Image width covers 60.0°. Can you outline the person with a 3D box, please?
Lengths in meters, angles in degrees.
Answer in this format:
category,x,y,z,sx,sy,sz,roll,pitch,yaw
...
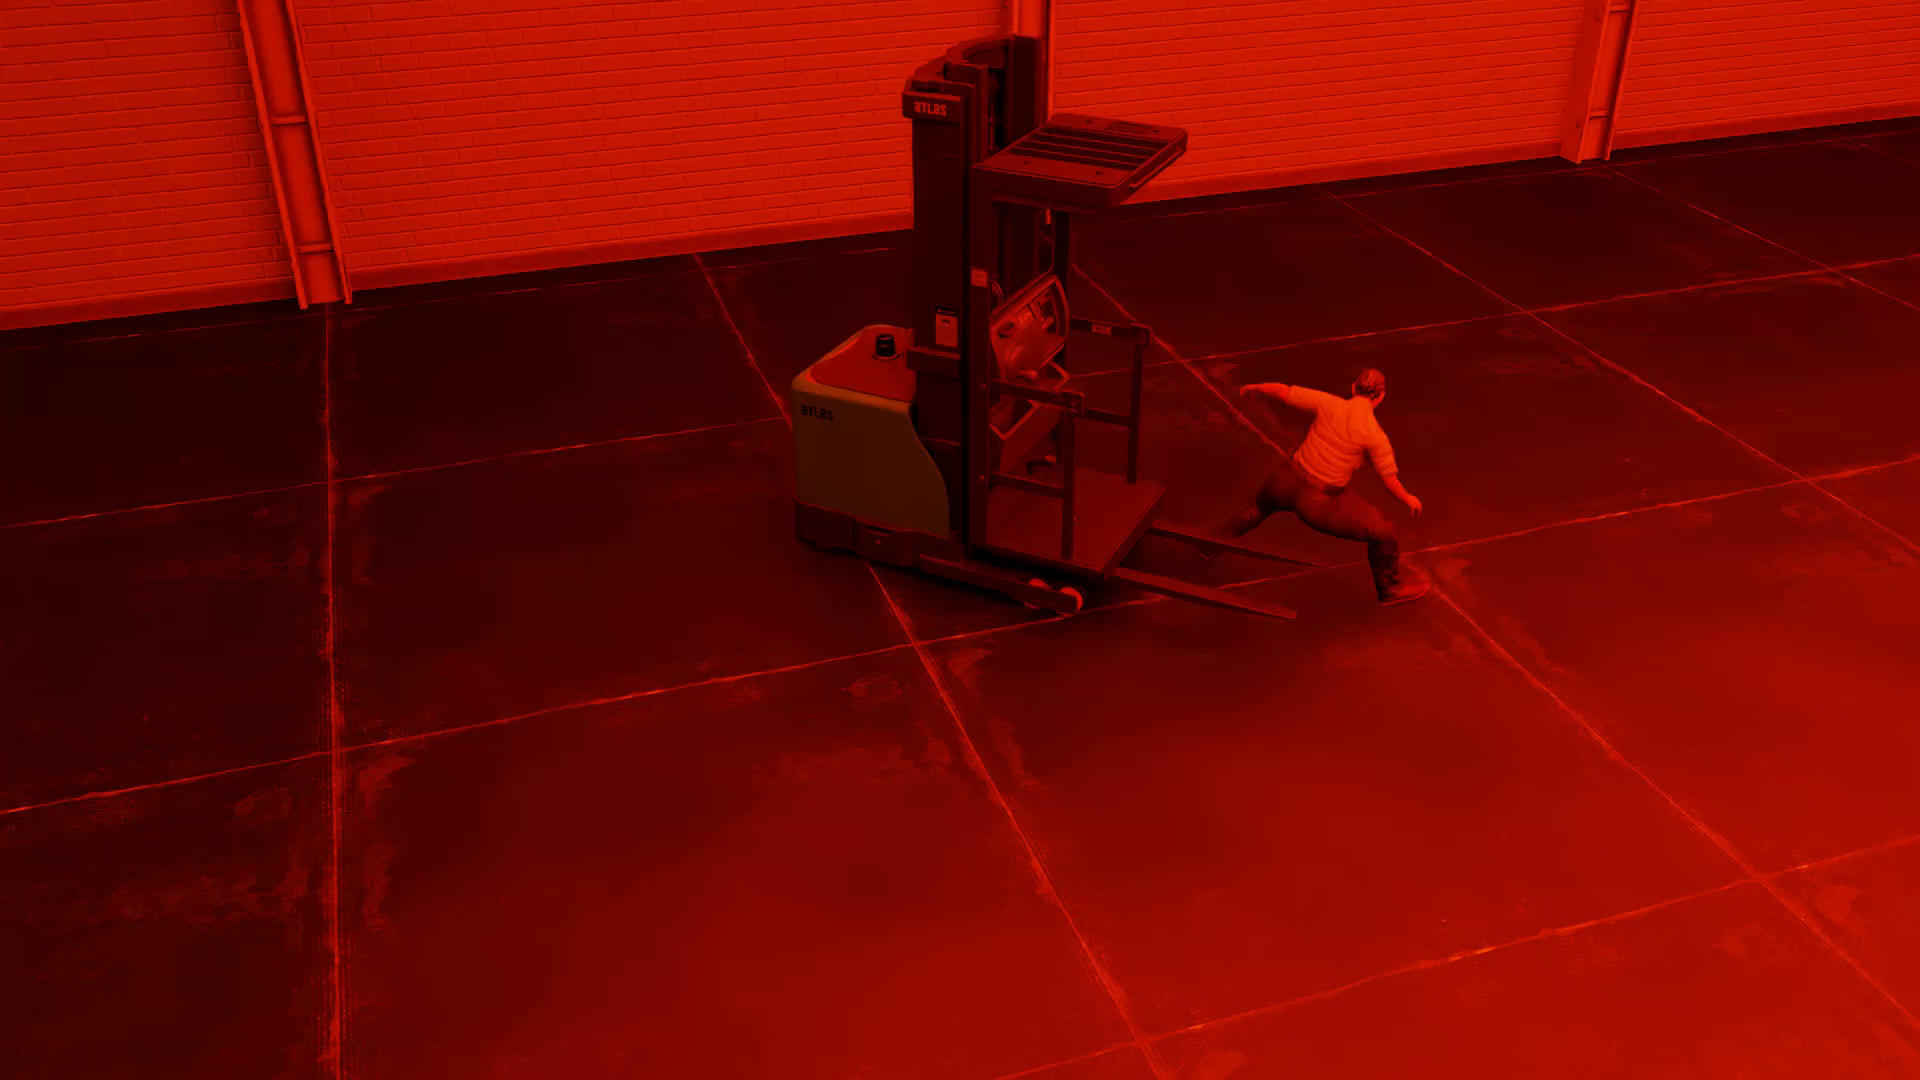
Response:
category,x,y,z,sx,sy,sz,roll,pitch,yaw
person,1.993,-0.328,9.270,0.724,1.343,1.227,-24,38,-35

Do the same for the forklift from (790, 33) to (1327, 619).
category,x,y,z,sx,sy,sz,roll,pitch,yaw
forklift,0.567,-1.142,9.071,3.031,2.935,1.130,14,33,22
